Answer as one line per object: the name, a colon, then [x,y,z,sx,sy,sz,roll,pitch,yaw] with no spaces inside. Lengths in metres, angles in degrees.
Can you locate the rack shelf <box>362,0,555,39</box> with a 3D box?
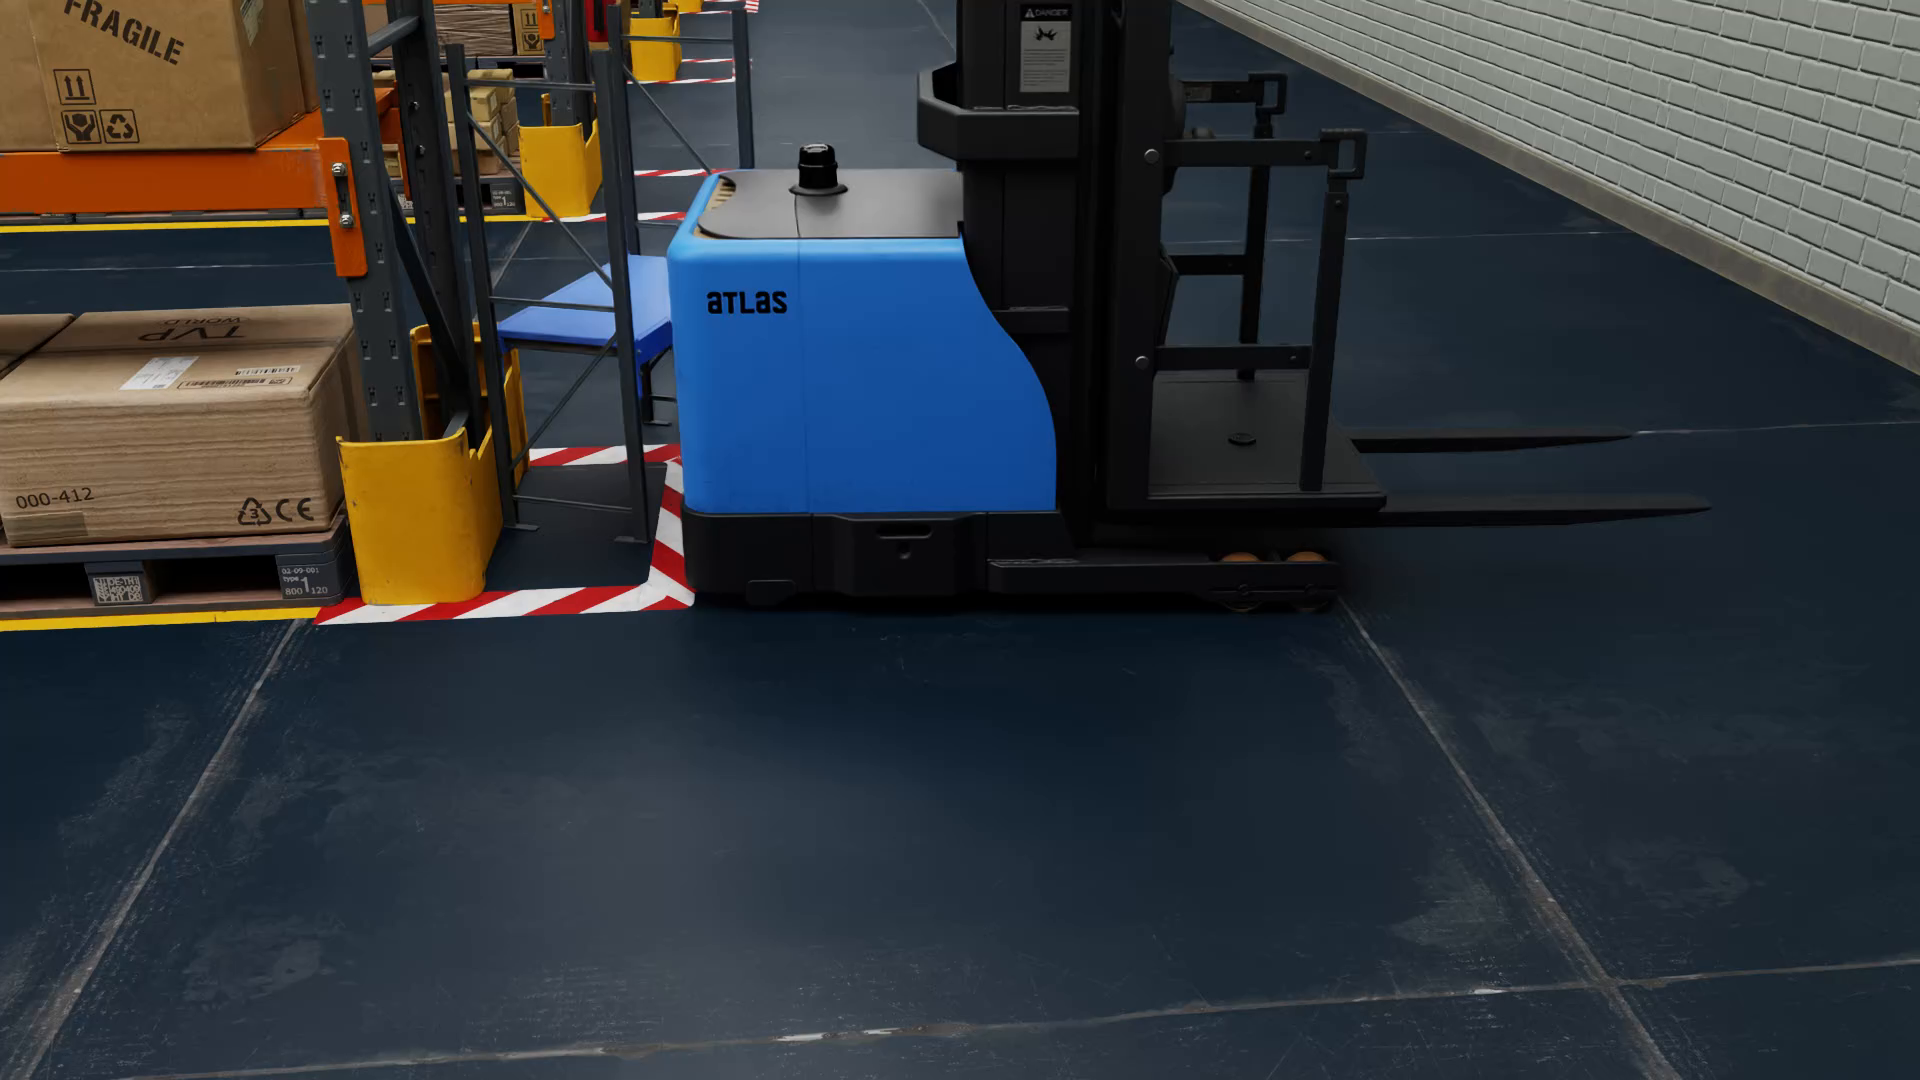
rack shelf: [-4.232,-3.007,9.208,4.000,0.370,1.077,-2,24,-5]

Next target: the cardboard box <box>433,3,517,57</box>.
cardboard box: [-4.164,-4.551,13.896,0.875,0.875,0.875,-2,24,-5]

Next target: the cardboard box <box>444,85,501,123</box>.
cardboard box: [-2.744,-2.453,9.337,0.250,0.149,0.380,-2,24,-5]

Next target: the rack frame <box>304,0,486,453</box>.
rack frame: [-1.655,-1.419,4.749,0.127,3.000,1.000,-2,24,-5]

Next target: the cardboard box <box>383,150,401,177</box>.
cardboard box: [-3.263,-2.173,9.438,0.250,0.149,0.380,-2,24,-5]

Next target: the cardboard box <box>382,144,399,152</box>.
cardboard box: [-3.256,-2.283,9.320,0.250,0.149,0.380,-3,24,-7]

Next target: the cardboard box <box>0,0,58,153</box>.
cardboard box: [-2.610,-1.325,4.414,0.500,0.500,0.500,-3,24,-6]

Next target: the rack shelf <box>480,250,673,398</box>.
rack shelf: [-1.086,-0.737,5.504,0.538,0.185,1.000,6,25,14]

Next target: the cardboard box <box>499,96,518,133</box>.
cardboard box: [-2.789,-2.524,9.862,0.250,0.149,0.380,-1,24,-3]

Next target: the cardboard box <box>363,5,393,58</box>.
cardboard box: [-5.049,-4.516,13.816,0.875,0.875,0.875,-2,24,-5]

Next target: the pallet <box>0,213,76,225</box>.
pallet: [-5.558,-2.023,9.541,1.213,0.211,1.003,-2,24,-5]

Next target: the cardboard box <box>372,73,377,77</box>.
cardboard box: [-3.561,-2.632,9.739,0.250,0.149,0.380,-3,24,-8]

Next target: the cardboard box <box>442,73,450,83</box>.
cardboard box: [-3.059,-2.634,9.743,0.250,0.149,0.380,-2,24,-4]

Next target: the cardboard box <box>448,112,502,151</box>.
cardboard box: [-2.739,-2.304,9.368,0.250,0.149,0.380,-3,24,-7]

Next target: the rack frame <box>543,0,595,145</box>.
rack frame: [-2.242,-3.416,9.242,0.127,3.000,1.000,-2,24,-5]

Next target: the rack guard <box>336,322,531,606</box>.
rack guard: [-1.631,-0.278,5.259,0.348,0.500,1.175,-2,24,-5]

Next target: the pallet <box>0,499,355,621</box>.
pallet: [-2.443,-0.081,5.173,1.213,0.211,1.003,-2,24,-5]

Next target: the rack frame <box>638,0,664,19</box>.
rack frame: [-2.629,-5.425,13.761,0.127,3.000,1.000,-2,24,-5]

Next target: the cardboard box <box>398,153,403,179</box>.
cardboard box: [-2.991,-2.148,9.383,0.250,0.149,0.380,-2,24,-4]

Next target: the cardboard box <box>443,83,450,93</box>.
cardboard box: [-3.000,-2.466,9.366,0.250,0.149,0.380,-2,24,-4]

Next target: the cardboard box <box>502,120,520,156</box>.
cardboard box: [-2.795,-2.413,9.980,0.250,0.149,0.380,-2,24,-4]

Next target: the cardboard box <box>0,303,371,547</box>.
cardboard box: [-2.302,-0.373,5.034,0.875,0.438,0.875,-3,24,-7]

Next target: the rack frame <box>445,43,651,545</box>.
rack frame: [-1.218,-0.702,4.982,0.500,1.500,0.032,6,25,14]

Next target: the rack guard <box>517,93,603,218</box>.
rack guard: [-2.318,-2.271,9.743,0.348,0.500,1.175,-2,24,-5]

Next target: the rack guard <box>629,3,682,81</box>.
rack guard: [-2.605,-4.283,14.271,0.348,0.500,1.175,-2,24,-5]

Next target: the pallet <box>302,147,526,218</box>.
pallet: [-3.130,-2.120,9.761,1.213,0.211,1.003,-2,24,-5]

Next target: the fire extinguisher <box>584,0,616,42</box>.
fire extinguisher: [-1.946,-3.034,8.936,0.183,0.674,0.296,-2,24,-5]

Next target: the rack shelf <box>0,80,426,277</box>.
rack shelf: [-3.645,-1.010,4.716,4.000,0.370,1.077,-2,24,-5]

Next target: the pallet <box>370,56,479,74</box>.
pallet: [-4.628,-4.039,14.078,1.213,0.211,1.003,-2,24,-5]

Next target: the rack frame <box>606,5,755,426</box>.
rack frame: [-0.953,-1.100,5.879,0.500,1.500,0.032,6,25,14]

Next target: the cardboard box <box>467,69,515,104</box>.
cardboard box: [-2.797,-2.693,9.877,0.250,0.149,0.380,-3,24,-8]

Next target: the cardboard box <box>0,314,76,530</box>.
cardboard box: [-3.212,-0.333,4.945,0.875,0.438,0.875,-2,24,-4]

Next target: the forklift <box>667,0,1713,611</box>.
forklift: [0.707,-1.350,4.679,3.031,2.935,1.130,-1,24,-1]

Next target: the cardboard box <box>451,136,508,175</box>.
cardboard box: [-2.745,-2.200,9.499,0.250,0.149,0.380,-2,24,-4]

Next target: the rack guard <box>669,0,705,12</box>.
rack guard: [-3.093,-6.291,18.787,0.348,0.500,1.175,-2,24,-5]

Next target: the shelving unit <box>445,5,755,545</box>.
shelving unit: [-1.086,-0.901,5.430,0.538,1.500,1.048,6,25,14]

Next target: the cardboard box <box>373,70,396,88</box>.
cardboard box: [-3.323,-2.675,9.836,0.250,0.149,0.380,-2,24,-5]

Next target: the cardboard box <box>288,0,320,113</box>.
cardboard box: [-2.161,-1.562,4.947,0.500,0.500,0.500,-2,24,-6]

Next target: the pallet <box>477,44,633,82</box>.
pallet: [-3.417,-4.087,14.185,1.213,0.211,1.003,-2,24,-5]

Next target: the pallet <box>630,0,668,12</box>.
pallet: [-3.940,-6.135,18.793,1.213,0.211,1.003,-2,24,-5]

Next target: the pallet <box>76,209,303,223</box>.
pallet: [-4.341,-2.073,9.654,1.213,0.211,1.003,-2,24,-5]

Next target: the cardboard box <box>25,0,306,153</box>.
cardboard box: [-2.109,-1.338,4.445,0.500,0.500,0.500,-2,24,-5]

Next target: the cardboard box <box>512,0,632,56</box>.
cardboard box: [-3.258,-4.588,13.977,0.875,0.875,0.875,-2,24,-5]
